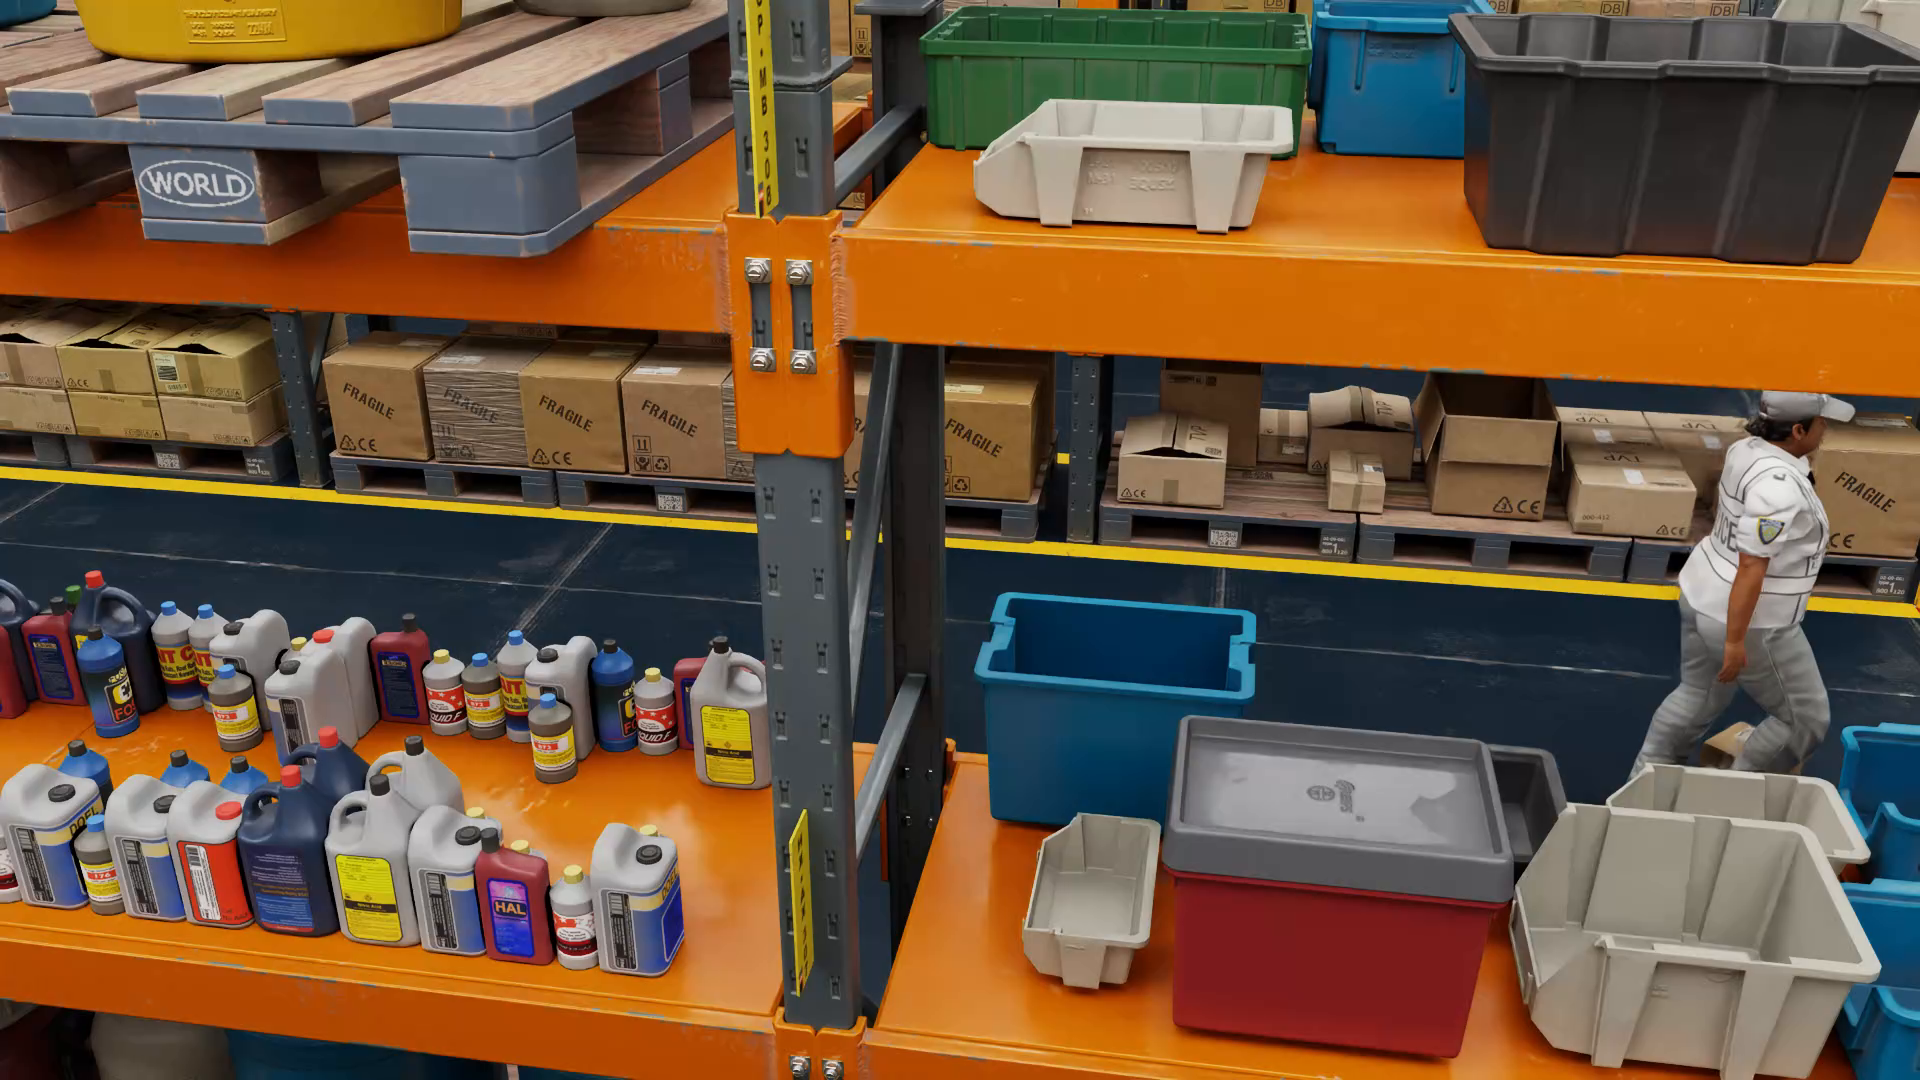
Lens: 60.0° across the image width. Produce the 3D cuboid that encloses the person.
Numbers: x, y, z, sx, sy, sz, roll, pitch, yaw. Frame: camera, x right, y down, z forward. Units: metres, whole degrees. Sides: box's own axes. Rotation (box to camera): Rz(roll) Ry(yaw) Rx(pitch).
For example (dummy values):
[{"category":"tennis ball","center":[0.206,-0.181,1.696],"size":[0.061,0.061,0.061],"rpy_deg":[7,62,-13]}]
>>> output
[{"category":"person","center":[2.627,0.266,5.549],"size":[0.527,1.712,0.525],"rpy_deg":[4,25,8]}]
